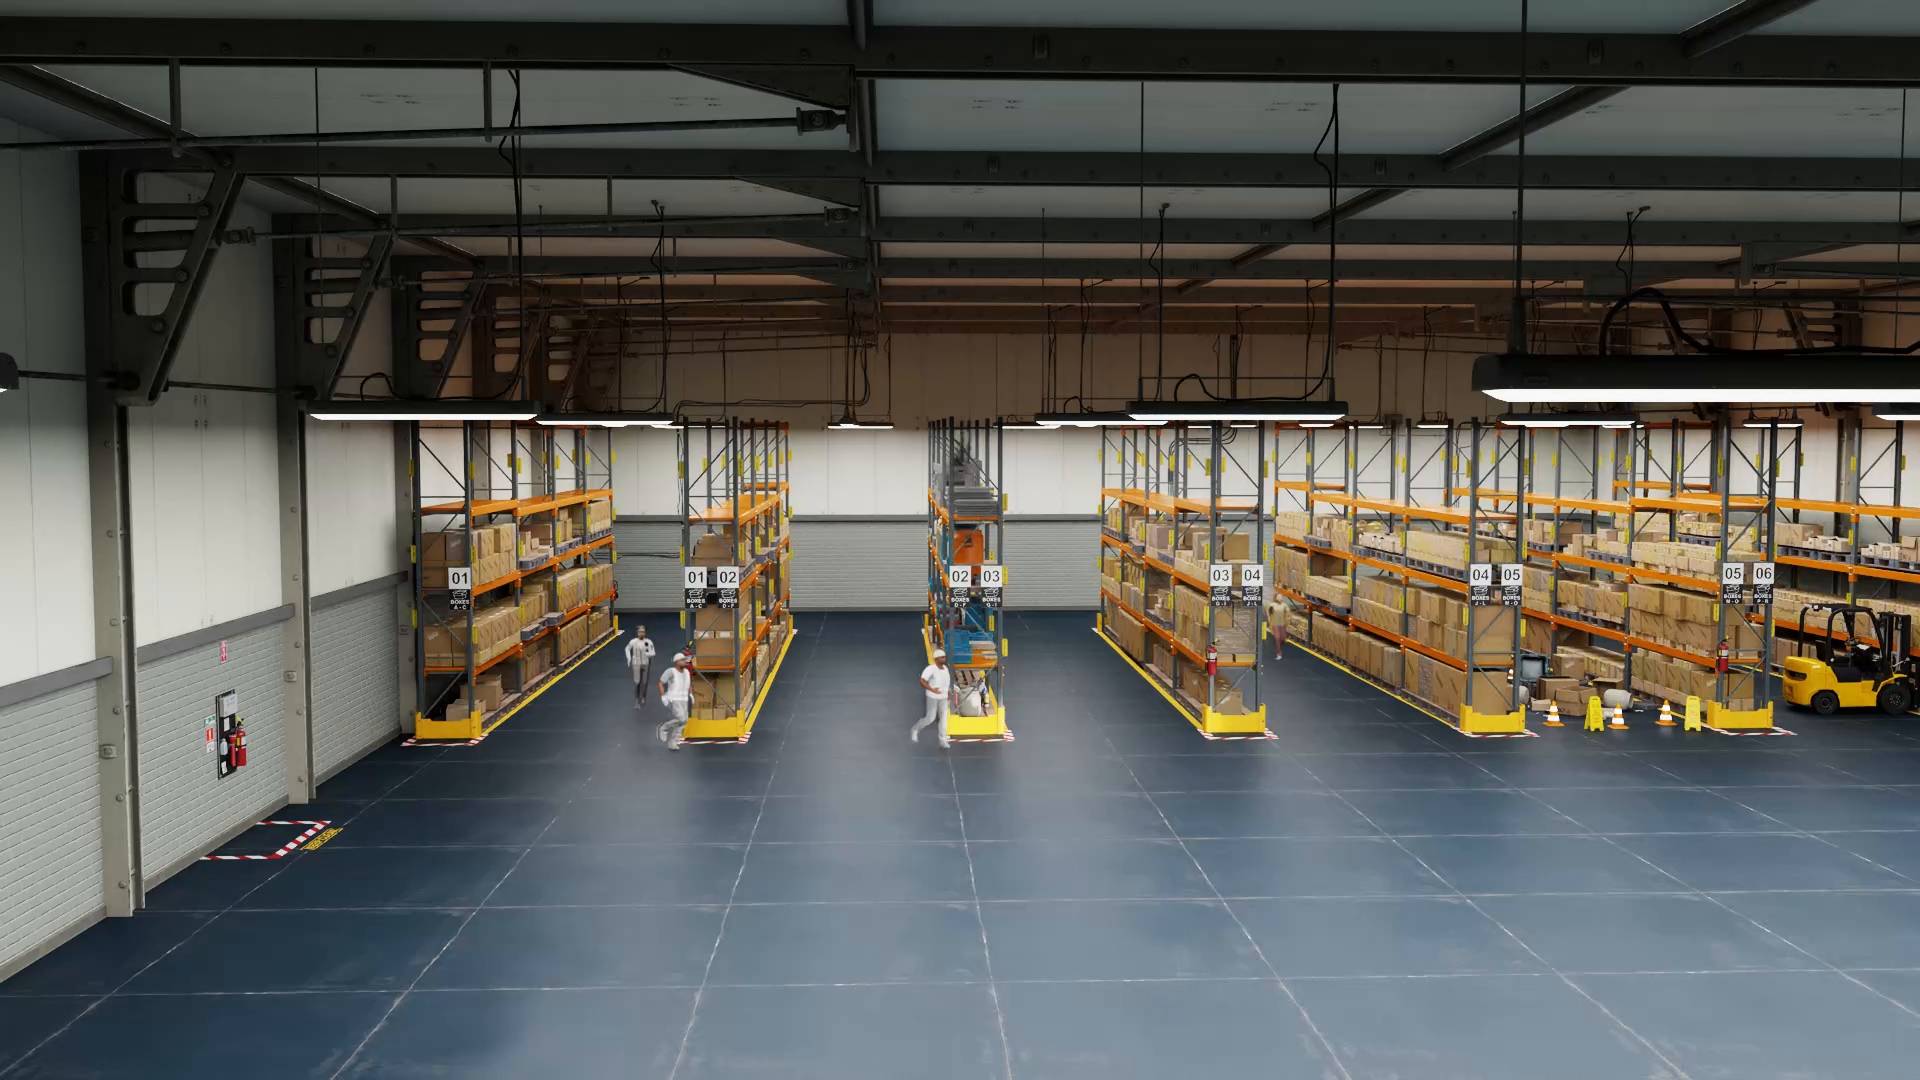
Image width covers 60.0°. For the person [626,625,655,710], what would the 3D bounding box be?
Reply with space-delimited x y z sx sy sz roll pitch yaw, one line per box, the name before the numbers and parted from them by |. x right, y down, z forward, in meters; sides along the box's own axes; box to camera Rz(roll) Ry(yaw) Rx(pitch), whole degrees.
person | -6.608 2.636 34.447 0.576 1.744 0.732 -1 4 -17

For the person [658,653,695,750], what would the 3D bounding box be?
person | -5.080 2.908 30.076 0.547 1.706 0.732 3 5 36

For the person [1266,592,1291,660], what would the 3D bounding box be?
person | 8.030 2.141 41.867 0.581 1.646 0.960 0 4 0

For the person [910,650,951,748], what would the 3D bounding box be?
person | -0.392 2.872 30.263 0.764 1.724 0.961 -4 5 -44
